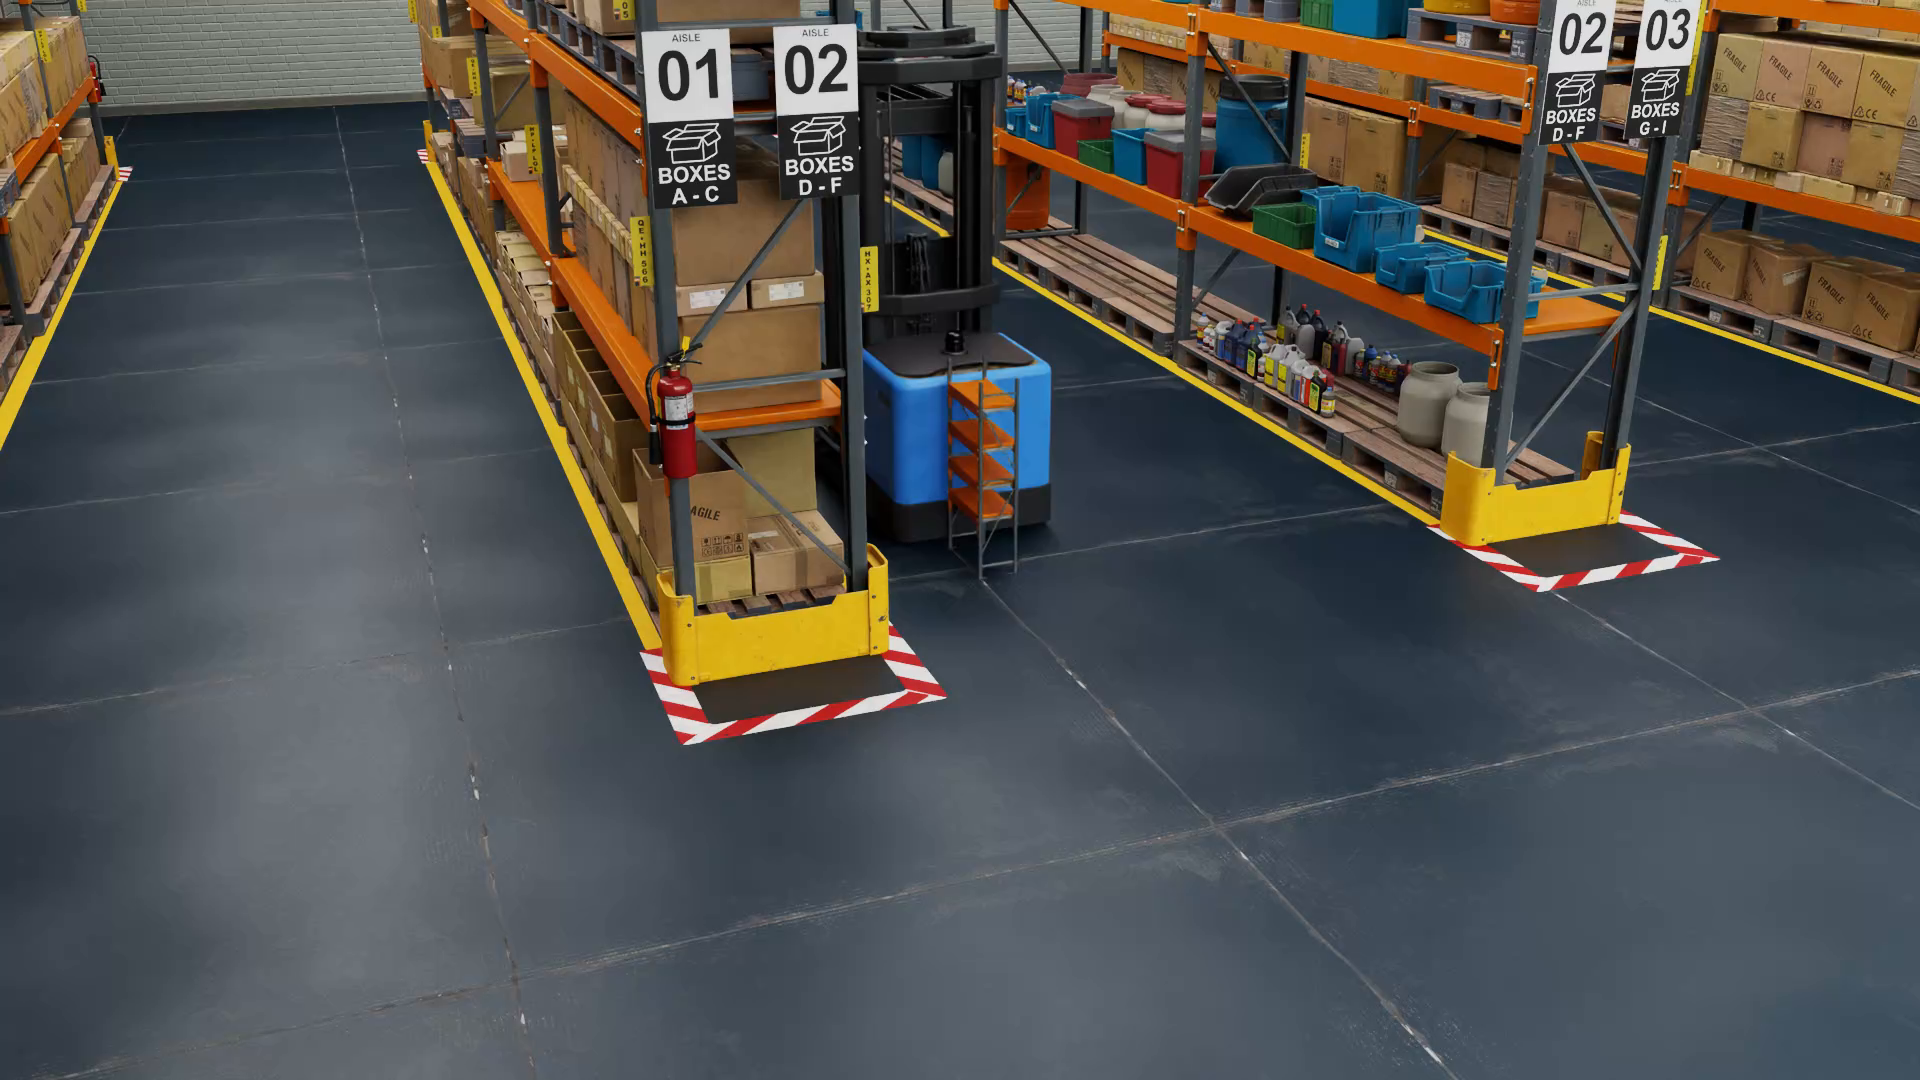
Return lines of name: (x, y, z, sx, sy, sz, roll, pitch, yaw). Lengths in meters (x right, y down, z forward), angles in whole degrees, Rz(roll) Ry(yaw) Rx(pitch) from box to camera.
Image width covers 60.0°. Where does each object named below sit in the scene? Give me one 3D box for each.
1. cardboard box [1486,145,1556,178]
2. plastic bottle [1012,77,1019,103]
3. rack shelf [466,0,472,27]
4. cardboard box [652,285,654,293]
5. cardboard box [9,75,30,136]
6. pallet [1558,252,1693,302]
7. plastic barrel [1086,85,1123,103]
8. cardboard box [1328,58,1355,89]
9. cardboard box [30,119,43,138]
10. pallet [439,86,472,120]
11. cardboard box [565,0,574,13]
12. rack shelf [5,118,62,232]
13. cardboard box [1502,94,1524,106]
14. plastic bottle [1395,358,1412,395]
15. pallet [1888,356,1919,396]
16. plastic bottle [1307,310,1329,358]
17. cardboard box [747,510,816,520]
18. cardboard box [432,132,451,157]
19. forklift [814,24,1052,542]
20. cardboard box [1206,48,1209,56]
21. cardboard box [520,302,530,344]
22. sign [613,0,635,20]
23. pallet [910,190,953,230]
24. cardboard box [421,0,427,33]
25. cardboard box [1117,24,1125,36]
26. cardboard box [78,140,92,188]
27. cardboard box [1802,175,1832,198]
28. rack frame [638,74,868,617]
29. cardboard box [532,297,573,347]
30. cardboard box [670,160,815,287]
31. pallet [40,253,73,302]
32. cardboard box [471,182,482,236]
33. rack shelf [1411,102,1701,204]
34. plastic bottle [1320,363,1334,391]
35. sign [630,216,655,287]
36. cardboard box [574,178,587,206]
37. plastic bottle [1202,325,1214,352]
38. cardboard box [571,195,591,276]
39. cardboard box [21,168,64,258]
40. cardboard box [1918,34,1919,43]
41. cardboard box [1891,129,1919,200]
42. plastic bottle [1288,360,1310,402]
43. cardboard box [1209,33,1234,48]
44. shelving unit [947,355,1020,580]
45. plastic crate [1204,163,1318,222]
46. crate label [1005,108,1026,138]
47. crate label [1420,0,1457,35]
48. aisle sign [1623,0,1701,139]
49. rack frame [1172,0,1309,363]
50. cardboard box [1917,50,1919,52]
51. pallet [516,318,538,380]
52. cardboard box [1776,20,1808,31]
cardboard box: (5.930, -4.010, 17.589, 0.500, 0.250, 0.500, -6, 23, -13)
plastic bottle: (0.619, -4.939, 18.256, 0.061, 0.283, 0.133, -8, 24, -19)
rack shelf: (-4.507, -5.464, 16.416, 1.077, 0.370, 4.000, -8, 24, -19)
cardboard box: (-1.382, -1.332, 8.585, 0.380, 0.149, 0.250, -8, 24, -18)
cardboard box: (-8.908, -3.970, 15.269, 0.500, 0.500, 0.500, -8, 24, -17)
pallet: (6.605, -2.589, 16.120, 1.003, 0.211, 1.213, -8, 24, -19)
plastic barrel: (1.398, -4.072, 15.905, 0.421, 0.512, 0.421, 0, 23, 0)
cardboard box: (4.705, -5.606, 19.560, 0.500, 0.500, 0.500, -9, 25, -21)
cardboard box: (-9.153, -3.992, 16.157, 0.380, 0.149, 0.250, -8, 24, -19)
pallet: (-5.034, -4.746, 17.896, 1.003, 0.211, 1.213, -8, 24, -19)
cardboard box: (-1.924, -3.305, 9.514, 0.797, 0.503, 0.637, -6, 24, -13)
rack shelf: (-9.140, -3.401, 15.383, 1.077, 0.370, 4.000, -8, 24, -19)
cardboard box: (5.845, -4.528, 16.784, 0.500, 0.250, 0.500, -9, 24, -20)
plastic bottle: (3.249, -1.195, 12.155, 0.061, 0.283, 0.133, -8, 24, -18)
pallet: (8.014, -1.180, 12.779, 1.003, 0.211, 1.213, -8, 24, -19)
plastic bottle: (2.813, -1.629, 13.098, 0.144, 0.351, 0.185, -10, 25, -22)
cardboard box: (-1.136, -0.113, 9.655, 0.500, 0.250, 0.500, -8, 24, -19)
cardboard box: (-6.523, -5.111, 21.488, 0.500, 0.250, 0.500, -8, 24, -19)
forklift: (-0.439, -1.879, 10.934, 1.130, 2.935, 3.031, -9, 24, -20)
cardboard box: (3.459, -6.635, 22.453, 0.380, 0.149, 0.250, -9, 24, -20)
cardboard box: (-3.342, -1.826, 13.719, 0.500, 0.250, 0.500, -8, 24, -18)
sign: (-1.487, -2.464, 7.334, 0.100, 0.325, 0.005, -8, 24, -19)
pallet: (0.090, -3.803, 19.002, 1.003, 0.211, 1.213, -8, 24, -19)
cardboard box: (-6.353, -6.532, 20.468, 0.500, 0.500, 0.500, -8, 24, -18)
cardboard box: (2.551, -7.568, 24.668, 0.380, 0.149, 0.250, -9, 24, -20)
cardboard box: (-10.564, -4.349, 19.384, 0.700, 0.500, 0.500, -9, 25, -21)
cardboard box: (7.140, -2.905, 13.604, 0.380, 0.149, 0.250, -8, 24, -19)
rack frame: (-0.975, -0.780, 8.238, 1.000, 3.000, 0.127, -8, 24, -19)
cardboard box: (-2.989, -1.714, 12.732, 0.500, 0.311, 0.500, -8, 24, -18)
cardboard box: (-1.146, -1.614, 8.419, 0.700, 0.500, 0.500, -8, 24, -19)
pallet: (-9.069, -2.460, 15.815, 1.003, 0.211, 1.213, -8, 24, -19)
cardboard box: (-4.724, -3.423, 17.161, 0.500, 0.500, 0.500, -9, 25, -21)
rack shelf: (6.175, -3.986, 16.772, 1.077, 0.370, 4.000, -8, 24, -19)
plastic bottle: (2.638, -1.127, 11.992, 0.061, 0.283, 0.133, -8, 24, -19)
sign: (-1.487, -1.353, 7.803, 0.100, 0.325, 0.005, -8, 24, -19)
cardboard box: (-2.292, -2.269, 10.808, 0.380, 0.149, 0.250, -9, 24, -20)
plastic bottle: (1.986, -1.612, 13.249, 0.097, 0.201, 0.097, 0, 23, 0)
cardboard box: (-2.225, -2.119, 11.287, 0.700, 0.500, 0.500, -9, 24, -20)
cardboard box: (-9.179, -3.121, 16.020, 0.750, 0.750, 0.750, -8, 24, -17)
cardboard box: (10.837, -5.475, 17.963, 0.700, 0.500, 0.500, -9, 24, -20)
cardboard box: (7.701, -2.877, 12.703, 0.875, 0.500, 0.500, -8, 24, -19)
plastic bottle: (2.489, -1.159, 12.077, 0.152, 0.276, 0.135, -9, 24, -20)
cardboard box: (3.654, -6.690, 22.071, 0.500, 0.250, 0.500, -9, 24, -20)
shelving unit: (0.131, -0.425, 9.715, 0.258, 1.200, 0.503, -9, 24, -20)
plastic crate: (2.314, -2.675, 12.815, 0.767, 0.338, 0.504, -8, 24, -19)
crate label: (0.633, -4.083, 16.291, 0.303, 0.233, 0.416, -8, 24, -19)
crate label: (3.309, -3.497, 11.015, 0.502, 0.251, 0.408, -8, 24, -19)
aisle sign: (3.960, -2.670, 9.376, 0.394, 0.787, 0.004, -8, 24, -19)
rack frame: (2.248, -2.912, 13.296, 1.000, 3.000, 0.127, -8, 24, -19)
cardboard box: (7.825, -3.564, 13.044, 0.500, 0.500, 0.500, -8, 24, -19)
pallet: (-3.119, -1.655, 13.904, 1.003, 0.211, 1.213, -8, 24, -19)
cardboard box: (10.161, -6.236, 20.201, 0.380, 0.149, 0.250, -8, 24, -19)
